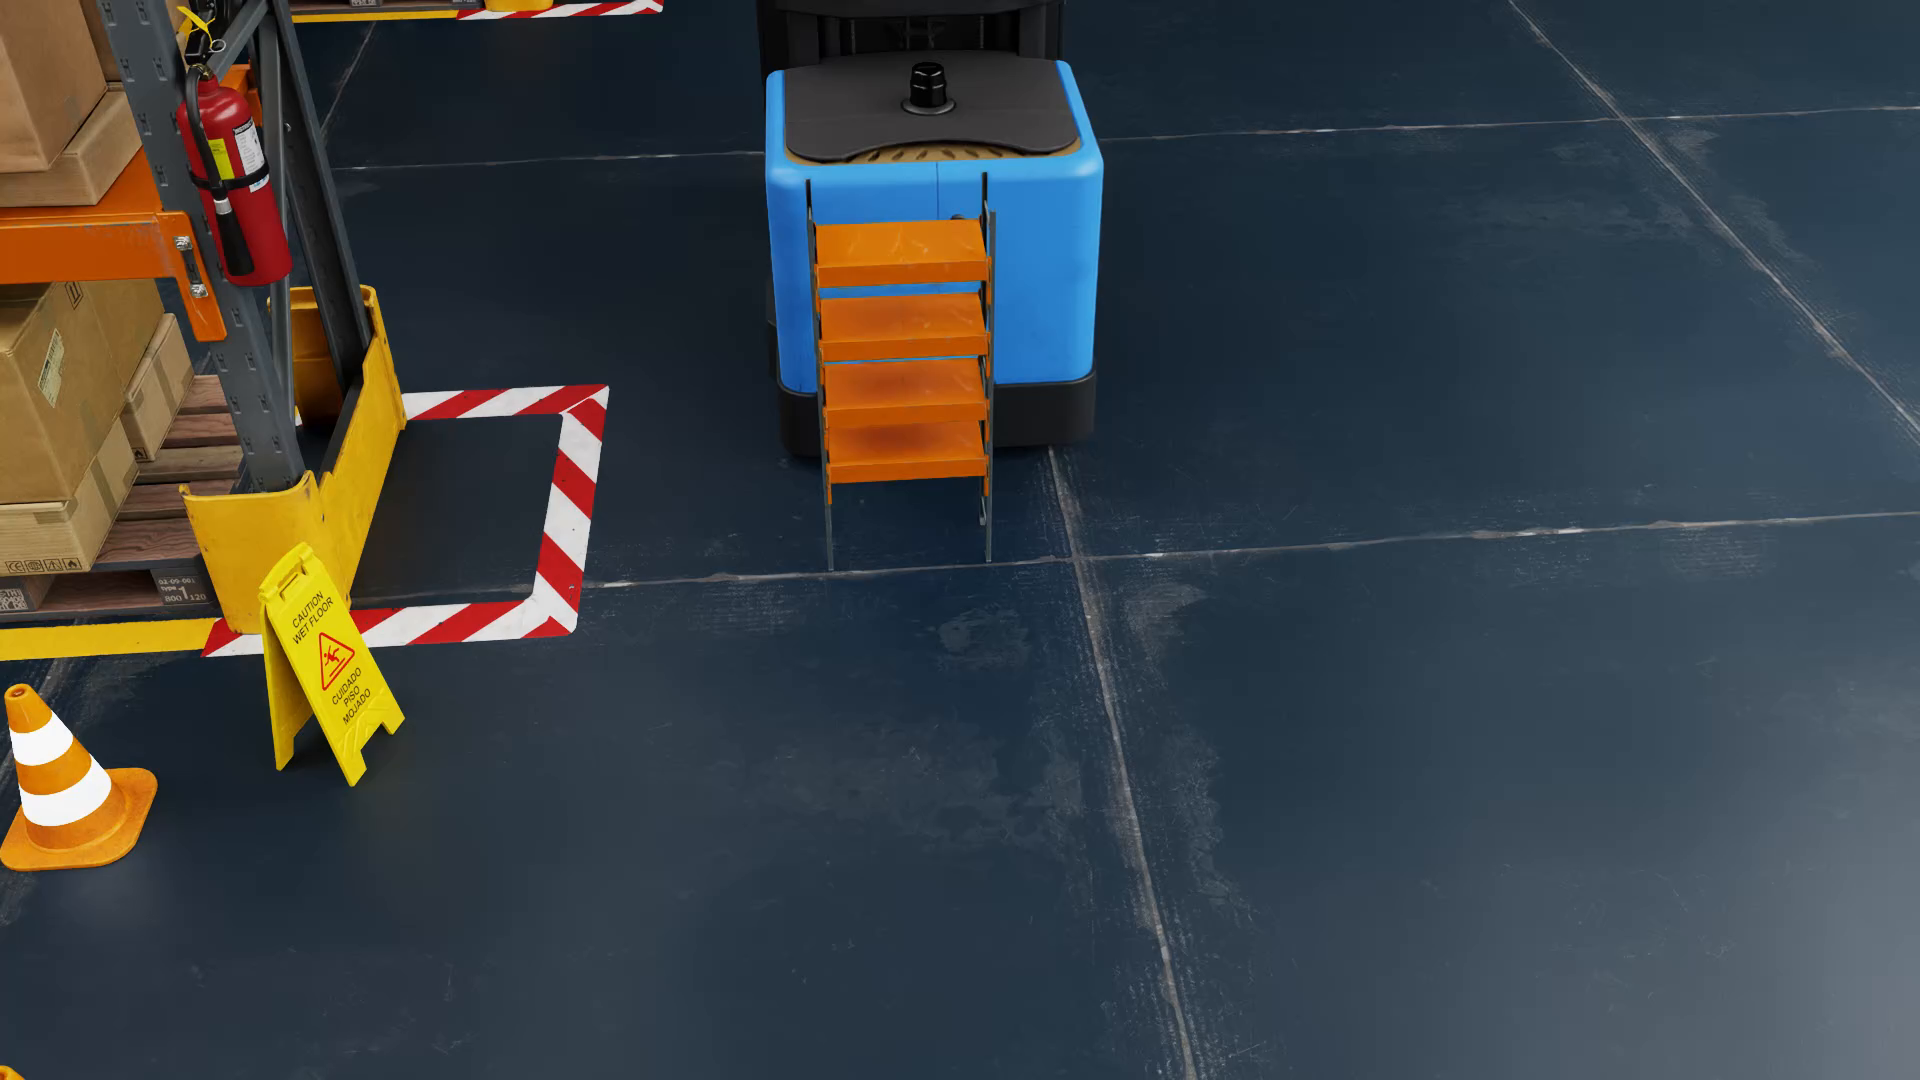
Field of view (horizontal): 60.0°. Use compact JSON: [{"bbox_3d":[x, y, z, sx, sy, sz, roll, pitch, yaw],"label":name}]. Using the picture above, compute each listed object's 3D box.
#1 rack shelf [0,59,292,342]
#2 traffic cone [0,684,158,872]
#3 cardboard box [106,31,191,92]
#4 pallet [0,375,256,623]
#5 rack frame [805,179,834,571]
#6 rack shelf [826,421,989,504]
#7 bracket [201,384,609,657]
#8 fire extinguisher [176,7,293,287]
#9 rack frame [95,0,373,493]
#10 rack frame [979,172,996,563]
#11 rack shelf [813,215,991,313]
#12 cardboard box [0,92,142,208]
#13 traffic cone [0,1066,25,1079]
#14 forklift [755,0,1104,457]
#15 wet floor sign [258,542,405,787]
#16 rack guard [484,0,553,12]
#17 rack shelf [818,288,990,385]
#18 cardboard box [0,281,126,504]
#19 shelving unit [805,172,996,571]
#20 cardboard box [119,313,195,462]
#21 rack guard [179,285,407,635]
[{"bbox_3d":[-3.964,-0.877,4.520,4.000,0.370,1.077,-3,38,-4],"label":"rack shelf"},{"bbox_3d":[-2.286,0.547,4.184,0.334,0.463,0.336,-3,38,-4],"label":"traffic cone"},{"bbox_3d":[-2.329,-1.279,4.652,0.250,0.149,0.380,-3,38,-4],"label":"cardboard box"},{"bbox_3d":[-2.860,-0.147,5.266,1.213,0.211,1.003,-3,38,-4],"label":"pallet"},{"bbox_3d":[-0.408,-0.449,4.850,0.015,1.200,0.240,-3,38,-4],"label":"rack frame"},{"bbox_3d":[-0.165,-0.253,5.032,0.480,0.148,0.258,-3,38,-4],"label":"rack shelf"},{"bbox_3d":[-1.724,-0.110,5.390,1.079,0.001,1.378,-3,38,-4],"label":"bracket"},{"bbox_3d":[-1.818,-0.960,4.108,0.183,0.674,0.296,-3,38,-4],"label":"fire extinguisher"},{"bbox_3d":[-1.972,-1.269,4.436,0.127,3.000,1.000,-3,38,-4],"label":"rack frame"},{"bbox_3d":[0.078,-0.475,4.884,0.015,1.200,0.240,-3,38,-4],"label":"rack frame"},{"bbox_3d":[-0.165,-0.770,4.623,0.480,0.148,0.258,-3,38,-4],"label":"rack shelf"},{"bbox_3d":[-2.326,-1.018,4.321,0.250,0.149,0.380,-2,38,-2],"label":"cardboard box"},{"bbox_3d":[-1.849,1.213,3.339,0.334,0.463,0.336,-3,38,-4],"label":"traffic cone"},{"bbox_3d":[-0.196,-2.326,5.831,1.130,2.935,3.031,-3,38,-4],"label":"forklift"},{"bbox_3d":[-1.688,0.305,4.342,0.232,0.644,0.267,9,39,12],"label":"wet floor sign"},{"bbox_3d":[-2.392,-3.351,9.094,0.348,0.500,1.175,-3,38,-4],"label":"rack guard"},{"bbox_3d":[-0.165,-0.585,4.770,0.480,0.148,0.258,-3,38,-4],"label":"rack shelf"},{"bbox_3d":[-2.747,-0.444,4.666,0.500,0.500,0.500,-3,38,-4],"label":"cardboard box"},{"bbox_3d":[-0.165,-0.462,4.867,0.503,1.200,0.258,-3,38,-4],"label":"shelving unit"},{"bbox_3d":[-2.800,-0.481,5.318,0.500,0.250,0.500,-3,38,-4],"label":"cardboard box"},{"bbox_3d":[-2.048,-0.283,5.205,0.348,0.500,1.175,-3,38,-4],"label":"rack guard"}]
